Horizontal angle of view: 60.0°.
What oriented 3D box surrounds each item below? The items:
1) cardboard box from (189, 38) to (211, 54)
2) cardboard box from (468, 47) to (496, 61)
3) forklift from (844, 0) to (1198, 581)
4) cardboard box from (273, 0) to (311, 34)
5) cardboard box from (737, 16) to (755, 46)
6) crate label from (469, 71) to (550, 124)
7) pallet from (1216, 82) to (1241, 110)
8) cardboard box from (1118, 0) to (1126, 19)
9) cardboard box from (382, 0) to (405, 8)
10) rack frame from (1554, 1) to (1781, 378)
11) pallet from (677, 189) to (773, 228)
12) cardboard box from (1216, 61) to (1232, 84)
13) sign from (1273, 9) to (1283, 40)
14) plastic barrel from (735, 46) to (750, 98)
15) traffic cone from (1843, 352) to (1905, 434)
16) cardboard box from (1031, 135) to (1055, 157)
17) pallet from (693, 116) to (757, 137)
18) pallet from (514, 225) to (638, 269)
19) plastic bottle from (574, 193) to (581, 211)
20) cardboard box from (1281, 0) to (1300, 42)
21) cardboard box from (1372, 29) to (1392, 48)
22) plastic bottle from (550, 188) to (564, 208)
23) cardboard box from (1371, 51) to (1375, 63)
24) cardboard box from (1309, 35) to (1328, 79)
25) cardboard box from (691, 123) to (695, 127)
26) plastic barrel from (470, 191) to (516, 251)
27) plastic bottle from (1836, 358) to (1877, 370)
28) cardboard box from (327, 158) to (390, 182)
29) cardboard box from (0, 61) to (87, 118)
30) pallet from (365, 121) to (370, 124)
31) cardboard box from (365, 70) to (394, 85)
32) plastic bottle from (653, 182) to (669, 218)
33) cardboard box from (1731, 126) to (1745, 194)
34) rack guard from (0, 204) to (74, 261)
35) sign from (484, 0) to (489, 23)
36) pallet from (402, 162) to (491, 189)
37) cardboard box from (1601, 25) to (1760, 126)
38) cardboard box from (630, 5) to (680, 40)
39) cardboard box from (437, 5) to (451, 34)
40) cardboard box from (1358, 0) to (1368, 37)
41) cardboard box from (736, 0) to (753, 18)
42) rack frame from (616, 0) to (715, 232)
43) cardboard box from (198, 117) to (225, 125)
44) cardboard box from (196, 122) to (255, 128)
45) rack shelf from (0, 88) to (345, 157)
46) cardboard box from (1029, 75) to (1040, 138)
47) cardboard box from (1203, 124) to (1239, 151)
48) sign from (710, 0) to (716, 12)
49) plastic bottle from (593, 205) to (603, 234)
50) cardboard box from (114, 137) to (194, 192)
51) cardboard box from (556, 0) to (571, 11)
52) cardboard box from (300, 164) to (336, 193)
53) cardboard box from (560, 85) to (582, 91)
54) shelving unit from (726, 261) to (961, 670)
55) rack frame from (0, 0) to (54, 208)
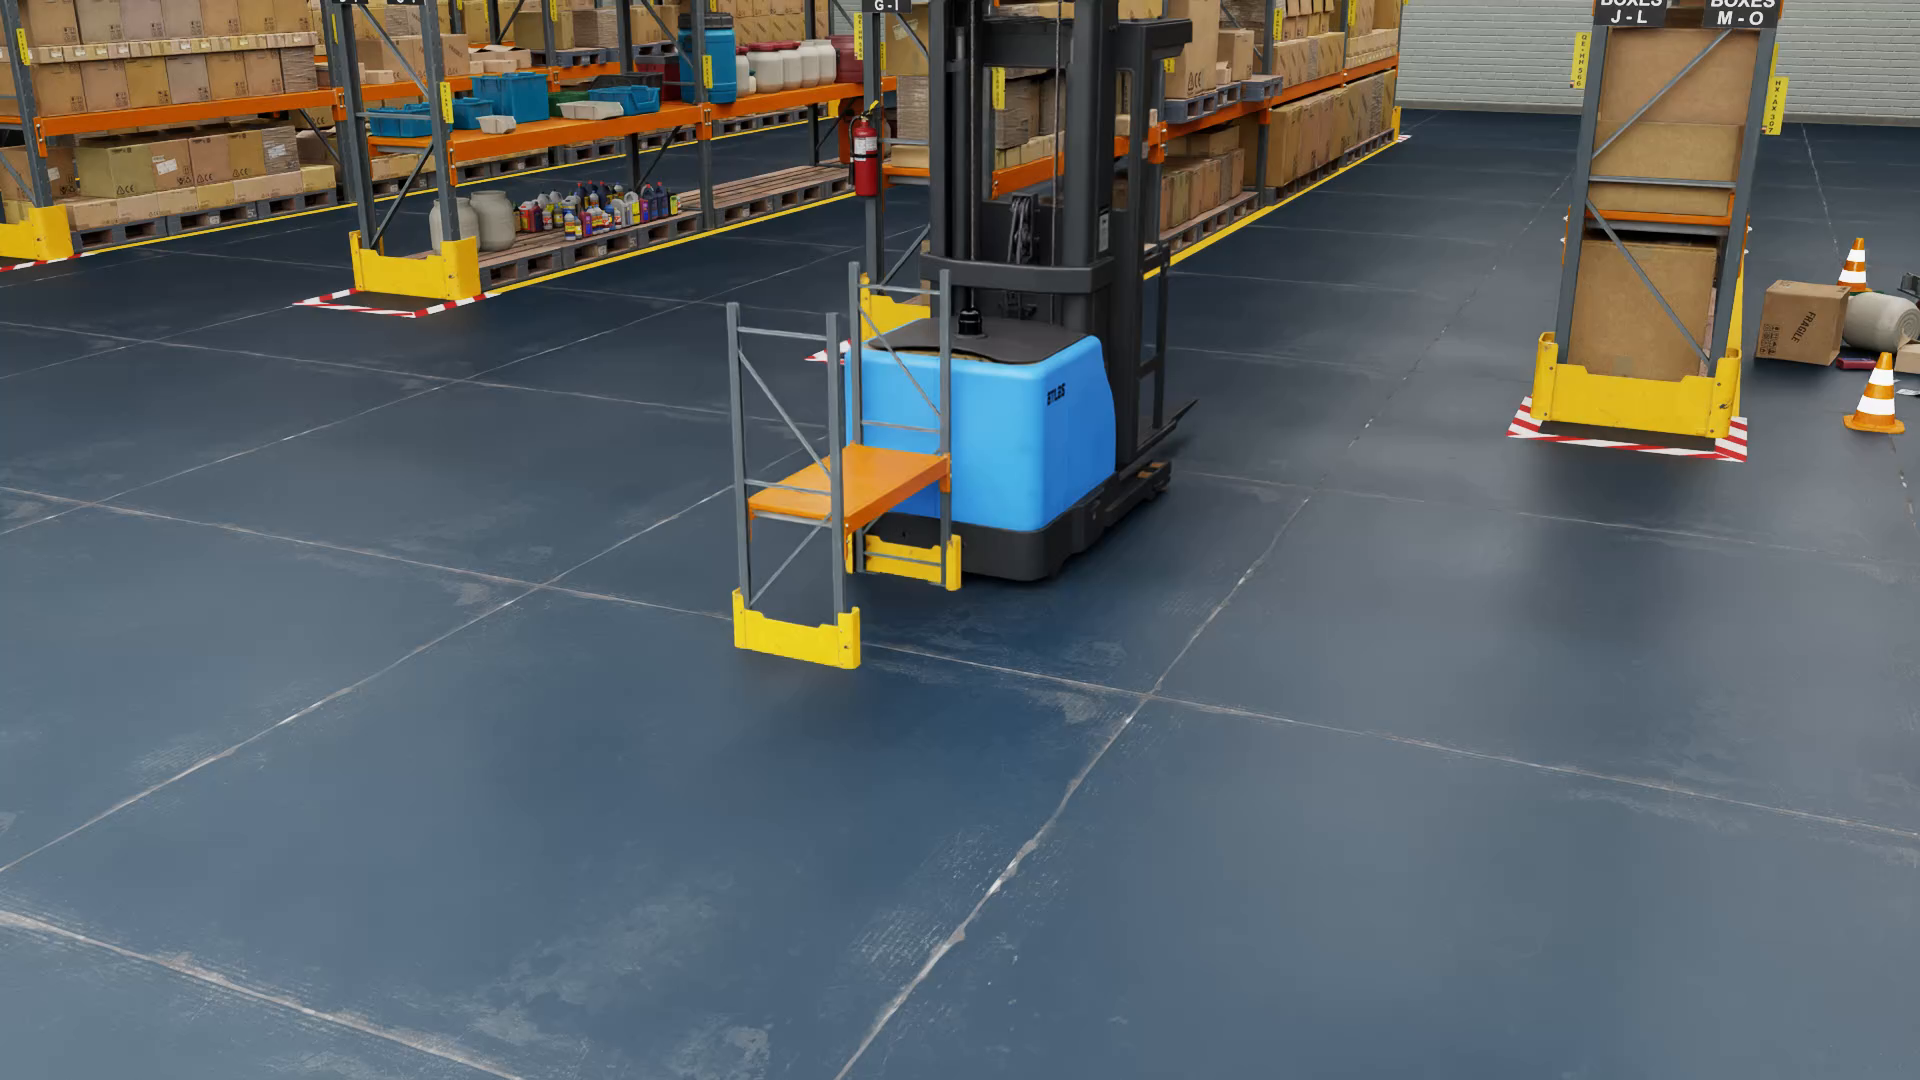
[{"bbox_3d":[-8.166,-5.236,17.598,0.380,0.149,0.250,9,22,24],"label":"cardboard box"},{"bbox_3d":[-6.527,-6.399,22.120,0.500,0.311,0.500,8,21,22],"label":"cardboard box"},{"bbox_3d":[0.523,-1.645,8.720,1.130,2.935,3.031,9,21,24],"label":"forklift"},{"bbox_3d":[-7.798,-5.987,18.742,0.700,0.500,0.500,9,21,23],"label":"cardboard box"},{"bbox_3d":[-3.682,-8.234,26.995,0.500,0.500,0.500,9,21,24],"label":"cardboard box"},{"bbox_3d":[-4.236,-4.178,15.688,0.502,0.435,0.616,9,21,23],"label":"crate label"},{"bbox_3d":[2.278,-4.627,17.288,1.003,0.211,1.213,9,21,23],"label":"pallet"},{"bbox_3d":[1.071,-4.282,13.948,0.500,0.500,0.500,9,21,23],"label":"cardboard box"},{"bbox_3d":[-9.252,-8.651,26.575,0.500,0.250,0.500,9,21,24],"label":"cardboard box"},{"bbox_3d":[4.259,-2.171,10.096,1.000,3.000,0.127,9,21,23],"label":"rack frame"},{"bbox_3d":[-2.819,-3.716,18.603,1.003,0.211,1.213,9,21,23],"label":"pallet"},{"bbox_3d":[2.615,-4.916,17.388,0.396,0.266,0.258,8,21,21],"label":"cardboard box"},{"bbox_3d":[3.551,-5.764,18.591,0.100,0.325,0.005,9,21,23],"label":"sign"},{"bbox_3d":[-2.513,-5.111,18.161,0.433,0.535,0.433,0,20,0],"label":"plastic barrel"},{"bbox_3d":[5.772,-0.943,10.430,0.336,0.463,0.334,9,21,23],"label":"traffic cone"},{"bbox_3d":[0.538,-3.121,13.144,0.380,0.149,0.250,9,21,23],"label":"cardboard box"},{"bbox_3d":[-4.064,-6.807,27.294,1.003,0.211,1.213,9,21,23],"label":"pallet"},{"bbox_3d":[-3.916,-2.897,16.300,1.003,0.211,1.213,9,21,23],"label":"pallet"},{"bbox_3d":[-3.918,-3.409,16.993,0.097,0.271,0.097,0,20,0],"label":"plastic bottle"},{"bbox_3d":[3.635,-6.268,19.970,0.797,0.503,0.637,9,22,24],"label":"cardboard box"},{"bbox_3d":[6.163,-7.503,24.871,0.500,0.250,0.500,8,21,22],"label":"cardboard box"},{"bbox_3d":[-4.066,-3.366,16.755,0.144,0.351,0.185,8,21,22],"label":"plastic bottle"},{"bbox_3d":[5.751,-6.954,23.920,0.380,0.149,0.250,8,21,21],"label":"cardboard box"},{"bbox_3d":[4.331,-6.106,21.013,0.500,0.500,0.500,8,21,22],"label":"cardboard box"},{"bbox_3d":[-4.287,-6.750,26.047,0.500,0.500,0.500,8,21,22],"label":"cardboard box"},{"bbox_3d":[-4.338,-2.952,15.380,0.421,0.512,0.421,0,20,0],"label":"plastic barrel"},{"bbox_3d":[6.458,-1.263,11.930,0.283,0.061,0.133,1,20,4],"label":"plastic bottle"},{"bbox_3d":[-7.231,-4.457,20.002,0.500,0.250,0.500,8,21,21],"label":"cardboard box"},{"bbox_3d":[-9.058,-4.431,16.302,0.700,0.500,0.500,9,21,23],"label":"cardboard box"},{"bbox_3d":[-9.613,-6.655,26.867,1.003,0.211,1.213,9,21,23],"label":"pallet"},{"bbox_3d":[-7.073,-5.590,20.085,0.380,0.149,0.250,9,21,23],"label":"cardboard box"},{"bbox_3d":[-3.106,-3.507,17.151,0.144,0.351,0.185,8,21,21],"label":"plastic bottle"},{"bbox_3d":[4.919,-2.686,11.322,0.875,0.550,0.550,9,21,23],"label":"cardboard box"},{"bbox_3d":[-9.270,-3.058,16.320,1.175,0.500,0.348,9,21,23],"label":"rack guard"},{"bbox_3d":[-6.483,-7.268,22.819,0.100,0.325,0.005,9,21,23],"label":"sign"},{"bbox_3d":[-6.858,-4.757,21.528,1.003,0.211,1.213,9,21,23],"label":"pallet"},{"bbox_3d":[4.447,-2.858,10.194,0.875,0.550,0.550,9,21,23],"label":"cardboard box"},{"bbox_3d":[-4.745,-8.042,25.829,0.700,0.500,0.500,2,20,4],"label":"cardboard box"},{"bbox_3d":[-8.826,-8.611,27.581,0.500,0.500,0.500,8,21,22],"label":"cardboard box"},{"bbox_3d":[5.328,-7.234,22.995,0.500,0.500,0.500,9,21,23],"label":"cardboard box"},{"bbox_3d":[-3.686,-8.692,26.793,0.500,0.500,0.500,8,21,21],"label":"cardboard box"},{"bbox_3d":[-3.105,-4.785,17.446,1.000,3.000,0.127,9,21,23],"label":"rack frame"},{"bbox_3d":[-11.070,-6.028,24.015,0.700,0.500,0.500,9,21,23],"label":"cardboard box"},{"bbox_3d":[-8.296,-4.468,18.914,0.500,0.500,0.500,9,21,23],"label":"cardboard box"},{"bbox_3d":[-8.441,-4.515,17.762,1.077,0.370,4.000,9,21,23],"label":"rack shelf"},{"bbox_3d":[0.121,-3.403,12.968,0.875,0.500,0.500,9,21,23],"label":"cardboard box"},{"bbox_3d":[2.805,-4.502,18.605,0.500,0.250,0.500,10,22,25],"label":"cardboard box"},{"bbox_3d":[-3.839,-8.381,25.832,0.100,0.325,0.005,9,21,23],"label":"sign"},{"bbox_3d":[-3.535,-3.131,16.210,0.097,0.271,0.097,0,20,0],"label":"plastic bottle"},{"bbox_3d":[-8.442,-3.939,17.427,0.500,0.500,0.500,9,21,23],"label":"cardboard box"},{"bbox_3d":[-7.717,-9.572,30.461,0.980,0.700,0.700,8,21,22],"label":"cardboard box"},{"bbox_3d":[-7.613,-4.196,19.268,0.500,0.250,0.500,9,21,23],"label":"cardboard box"},{"bbox_3d":[-5.797,-6.407,23.963,0.500,0.250,0.500,9,22,25],"label":"cardboard box"},{"bbox_3d":[-0.484,-0.368,7.264,0.587,1.500,1.083,9,21,24],"label":"shelving unit"},{"bbox_3d":[-9.260,-4.243,15.922,1.000,3.000,0.127,9,21,23],"label":"rack frame"}]
